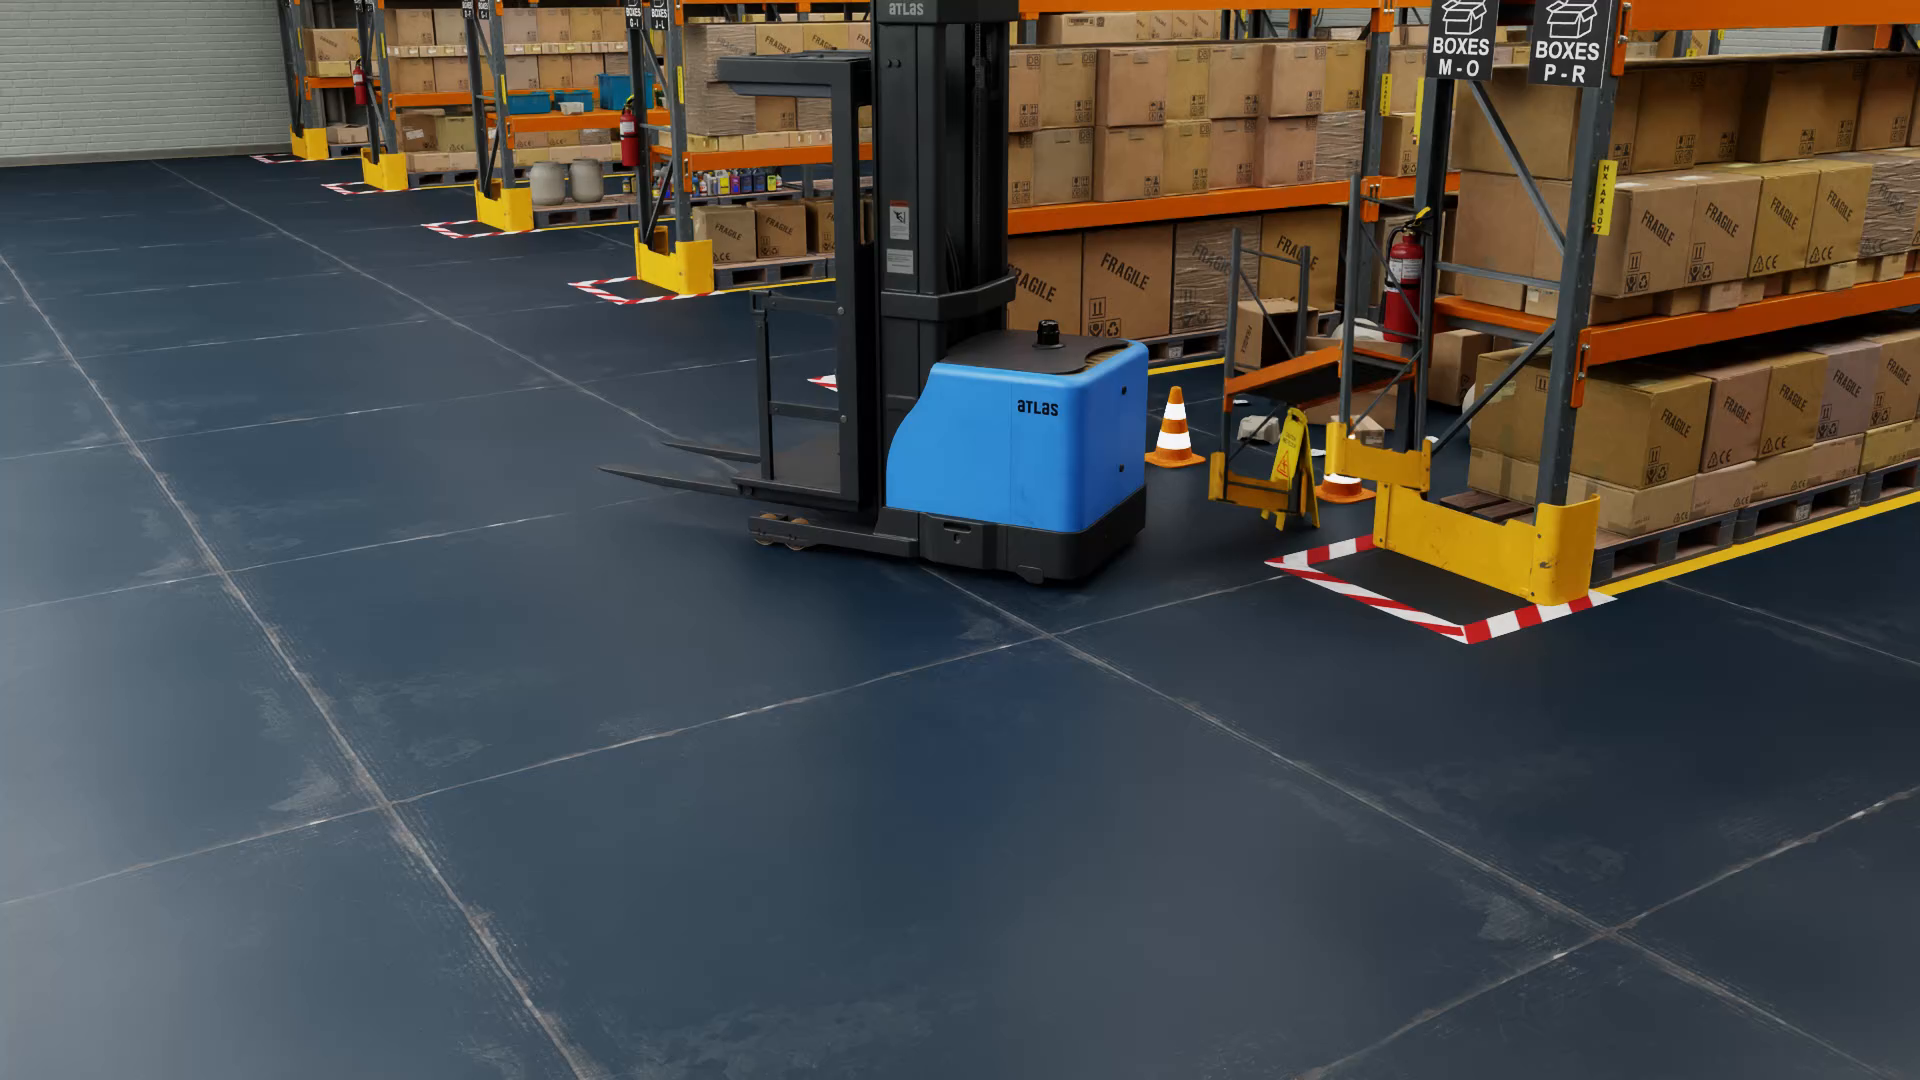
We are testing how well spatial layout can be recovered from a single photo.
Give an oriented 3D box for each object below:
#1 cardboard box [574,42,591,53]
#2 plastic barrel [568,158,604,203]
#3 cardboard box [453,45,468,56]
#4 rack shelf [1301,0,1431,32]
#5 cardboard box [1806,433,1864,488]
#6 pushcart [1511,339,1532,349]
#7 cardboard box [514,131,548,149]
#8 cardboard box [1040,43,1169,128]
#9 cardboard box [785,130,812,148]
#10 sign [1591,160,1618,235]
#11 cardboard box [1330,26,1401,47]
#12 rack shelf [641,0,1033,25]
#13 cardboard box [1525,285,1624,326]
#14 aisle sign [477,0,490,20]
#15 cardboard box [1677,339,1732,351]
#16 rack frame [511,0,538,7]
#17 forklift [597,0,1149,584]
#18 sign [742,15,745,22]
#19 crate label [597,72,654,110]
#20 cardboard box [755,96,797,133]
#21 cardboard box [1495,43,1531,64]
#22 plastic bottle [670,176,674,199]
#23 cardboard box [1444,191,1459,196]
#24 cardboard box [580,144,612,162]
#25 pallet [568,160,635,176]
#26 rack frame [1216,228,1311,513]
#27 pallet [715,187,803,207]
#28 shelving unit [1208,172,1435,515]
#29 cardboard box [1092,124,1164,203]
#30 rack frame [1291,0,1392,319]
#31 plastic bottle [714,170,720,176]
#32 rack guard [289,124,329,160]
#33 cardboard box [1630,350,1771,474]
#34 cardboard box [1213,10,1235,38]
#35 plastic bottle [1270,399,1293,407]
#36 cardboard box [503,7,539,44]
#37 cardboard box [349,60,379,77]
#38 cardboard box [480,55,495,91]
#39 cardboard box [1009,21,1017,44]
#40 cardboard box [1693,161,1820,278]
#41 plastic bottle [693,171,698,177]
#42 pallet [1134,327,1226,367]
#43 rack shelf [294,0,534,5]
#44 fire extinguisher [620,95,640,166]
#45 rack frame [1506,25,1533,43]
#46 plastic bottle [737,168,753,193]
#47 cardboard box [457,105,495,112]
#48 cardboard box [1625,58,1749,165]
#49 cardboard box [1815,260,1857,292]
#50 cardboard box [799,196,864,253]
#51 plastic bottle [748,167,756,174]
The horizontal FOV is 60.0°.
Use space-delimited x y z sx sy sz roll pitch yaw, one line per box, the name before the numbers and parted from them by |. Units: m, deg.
cardboard box | -5.726 -7.386 24.939 0.250 0.149 0.380 -12 22 -32
plastic barrel | -4.667 -4.488 20.764 0.421 0.512 0.421 0 19 0
cardboard box | -7.228 -7.070 24.002 0.250 0.149 0.380 -12 22 -32
rack shelf | 4.786 -4.711 14.634 4.000 0.370 1.077 -12 22 -31
cardboard box | 4.710 -0.508 9.399 0.500 0.250 0.500 -12 22 -31
pushcart | 4.626 -1.331 12.291 1.648 0.377 0.936 13 23 34
cardboard box | -6.490 -6.119 24.825 0.500 0.500 0.500 -12 22 -31
cardboard box | 1.057 -3.395 12.382 0.550 0.550 0.875 -12 22 -31
cardboard box | -1.653 -3.956 16.355 0.250 0.149 0.380 -12 22 -31
sign | 2.880 -1.533 7.441 0.005 0.325 0.100 -12 22 -31
cardboard box | 4.978 -6.089 20.547 0.637 0.503 0.797 -11 22 -30
rack shelf | -1.199 -5.351 16.527 4.000 0.370 1.077 -12 22 -31
cardboard box | 2.979 -1.153 8.063 0.250 0.149 0.380 -12 22 -31
aisle sign | -5.492 -6.384 19.083 0.004 0.787 0.394 -12 22 -31
cardboard box | 3.966 -0.910 9.418 0.500 0.500 0.500 -13 22 -33
rack frame | -7.701 -8.598 29.691 0.127 3.000 1.000 -12 22 -31
forklift | -0.560 -1.475 8.731 3.031 2.935 1.130 9 21 24
sign | -4.054 -9.670 31.178 0.005 0.325 0.100 -12 22 -31
crate label | -4.205 -5.657 20.936 0.616 0.435 0.502 -12 22 -31
cardboard box | -2.043 -4.316 16.406 0.500 0.500 0.875 -12 22 -31
cardboard box | 4.800 -4.157 14.839 0.500 0.500 0.700 -12 22 -32
plastic bottle | -3.621 -4.456 21.012 0.097 0.271 0.097 0 19 0
cardboard box | 5.170 -2.878 15.630 0.750 0.750 1.050 -12 22 -31
cardboard box | -5.664 -5.944 25.479 0.500 0.250 0.500 -12 22 -31
pallet | -5.661 -5.824 25.839 1.213 0.211 1.003 -12 22 -31
rack frame | 1.653 -0.918 9.023 0.500 1.500 0.032 8 -9 -24
pallet | -2.836 -4.520 21.982 1.213 0.211 1.003 -12 22 -31
shelving unit | 1.863 -0.966 8.573 0.587 1.500 1.083 8 -9 -24
cardboard box | 1.044 -2.890 12.574 0.550 0.550 0.875 -12 22 -31
rack frame | 3.115 -3.278 13.957 0.127 3.000 1.000 -12 22 -31
plastic bottle | -3.209 -4.775 21.956 0.097 0.271 0.097 0 19 0
rack guard | -10.978 -6.722 28.047 0.348 0.500 1.175 -12 22 -31
cardboard box | 3.861 -0.685 8.752 0.500 0.500 0.500 -13 23 -33
cardboard box | 4.828 -9.756 31.400 0.500 0.500 0.500 -12 22 -32
plastic bottle | 2.330 -1.007 11.826 0.133 0.061 0.283 13 23 34
cardboard box | -6.598 -7.590 24.529 0.500 0.500 0.700 -12 22 -31
cardboard box | -10.034 -7.928 27.913 0.500 0.250 0.500 -13 22 -33
cardboard box | -7.063 -6.875 24.438 0.500 0.500 0.700 -12 22 -31
cardboard box | 0.247 -5.132 17.258 0.500 0.500 0.500 -12 22 -31
cardboard box | 3.985 -1.647 8.512 0.500 0.500 0.500 -12 22 -32
plastic bottle | -3.473 -4.787 21.974 0.133 0.283 0.061 -11 21 -29
pallet | 1.417 -1.628 13.430 1.213 0.211 1.003 -12 22 -31
rack shelf | -9.371 -9.326 28.284 4.000 0.370 1.077 -12 22 -31
fire extinguisher | -3.218 -3.985 16.167 0.183 0.674 0.296 -12 22 -31
rack frame | 7.153 -6.032 22.102 0.127 3.000 1.000 -12 22 -31
plastic bottle | -2.792 -4.677 21.543 0.185 0.351 0.144 -13 23 -34
cardboard box | -8.546 -7.428 29.448 0.500 0.500 0.500 -14 23 -35
cardboard box | 3.684 -2.282 8.829 0.500 0.500 0.700 -12 22 -32
cardboard box | 4.549 -1.443 8.921 0.250 0.149 0.380 -12 22 -31
cardboard box | -1.325 -3.258 17.145 0.500 0.500 0.500 -10 21 -26
plastic bottle | -2.711 -4.749 21.757 0.185 0.351 0.144 -12 22 -31
